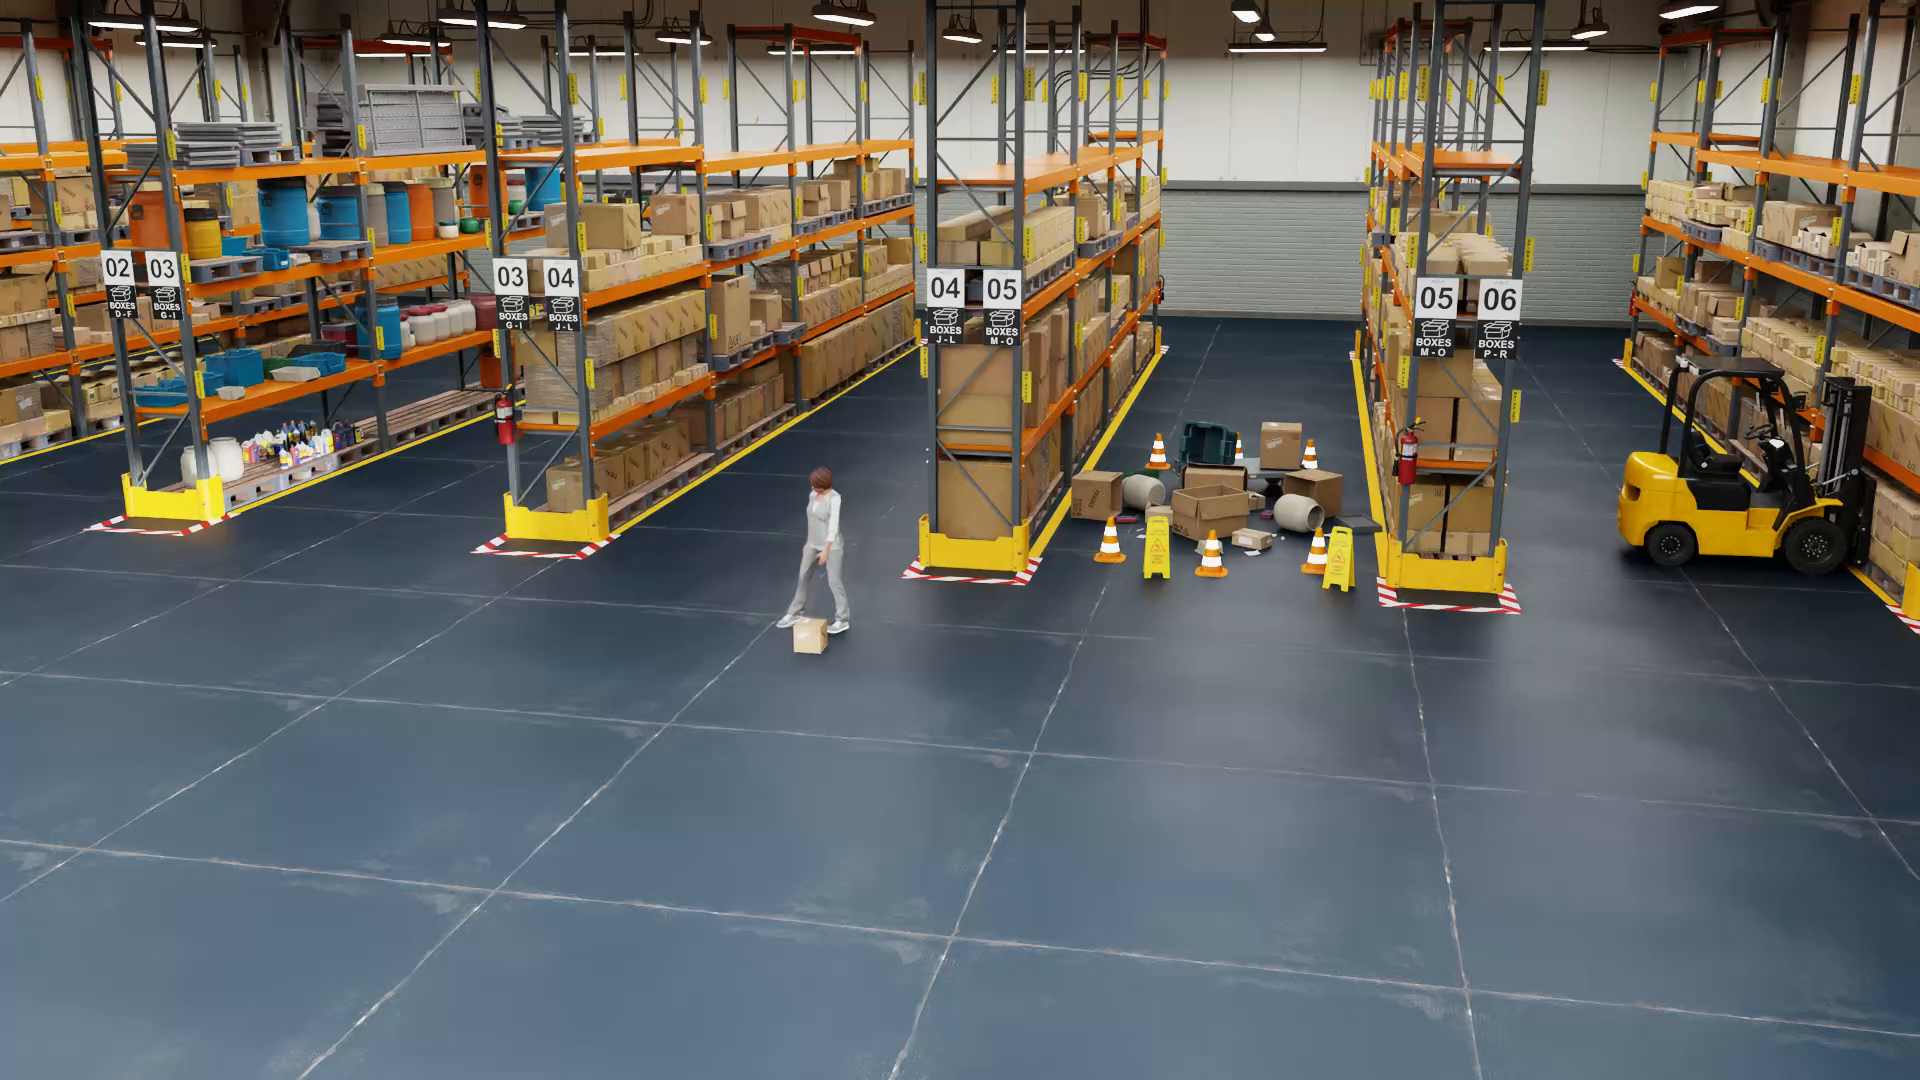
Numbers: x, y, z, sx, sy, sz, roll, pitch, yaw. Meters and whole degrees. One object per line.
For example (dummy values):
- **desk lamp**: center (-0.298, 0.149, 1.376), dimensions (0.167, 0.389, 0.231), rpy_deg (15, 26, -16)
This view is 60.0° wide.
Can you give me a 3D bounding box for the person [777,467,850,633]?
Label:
- **person**: center (-1.394, 0.085, 15.701), dimensions (0.608, 1.570, 0.467), rpy_deg (13, 19, 39)
